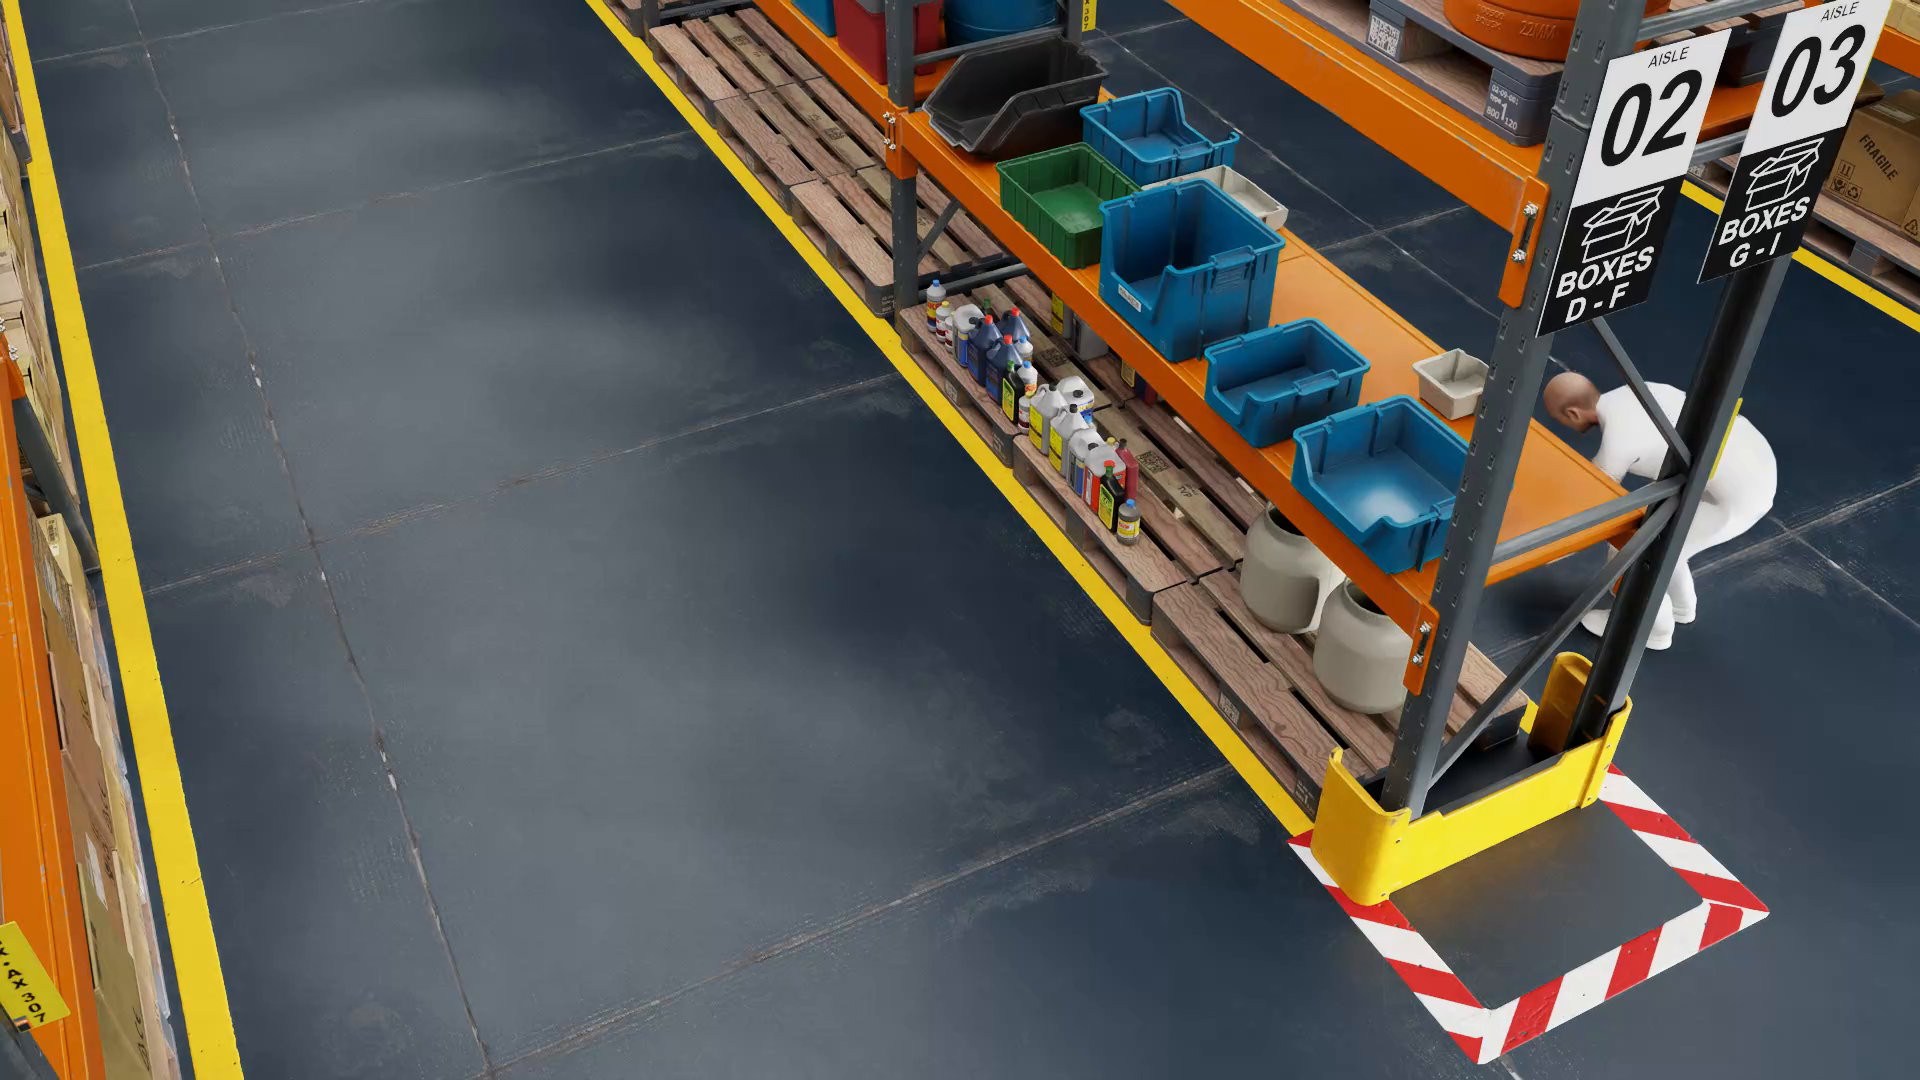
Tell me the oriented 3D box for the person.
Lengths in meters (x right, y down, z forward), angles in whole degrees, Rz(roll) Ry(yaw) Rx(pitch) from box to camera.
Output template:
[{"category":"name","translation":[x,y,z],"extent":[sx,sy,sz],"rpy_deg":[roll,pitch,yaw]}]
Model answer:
[{"category":"person","translation":[2.767,-0.124,6.819],"extent":[0.939,1.117,0.579],"rpy_deg":[19,44,21]}]
